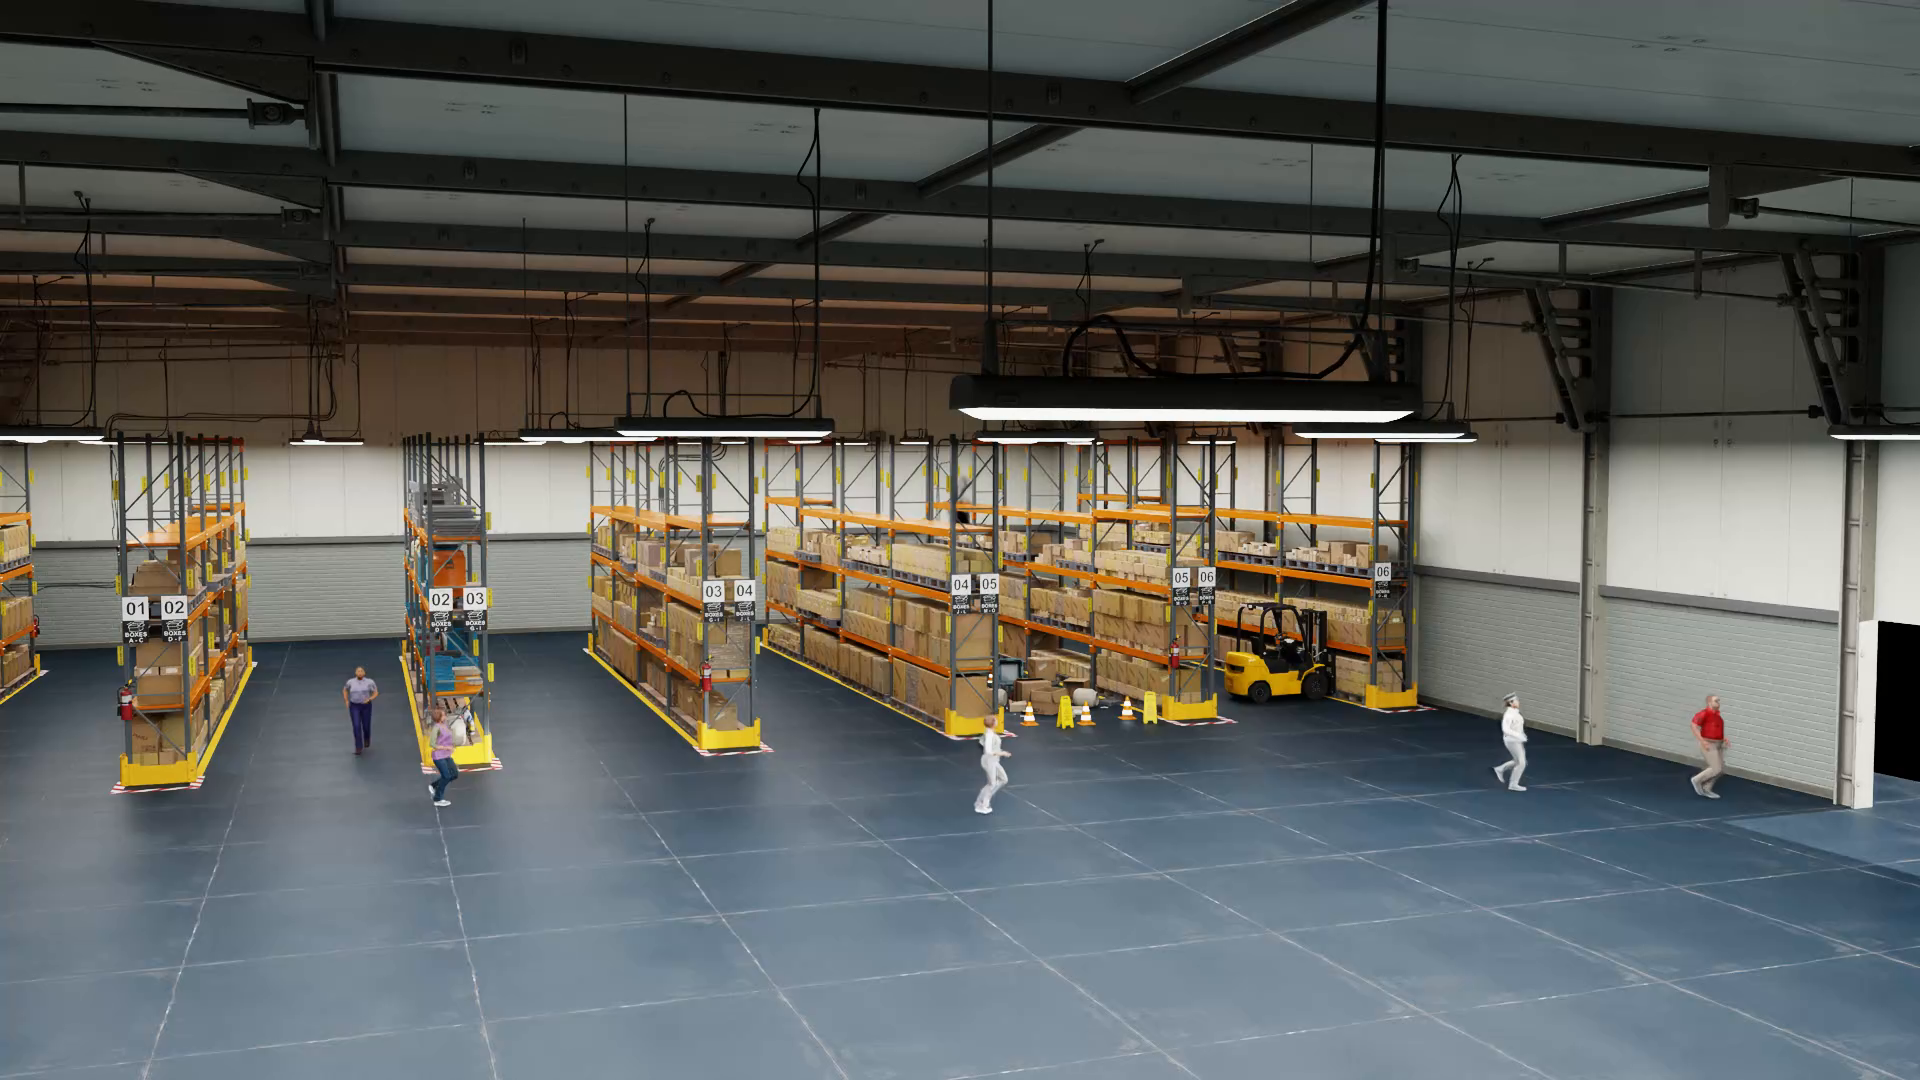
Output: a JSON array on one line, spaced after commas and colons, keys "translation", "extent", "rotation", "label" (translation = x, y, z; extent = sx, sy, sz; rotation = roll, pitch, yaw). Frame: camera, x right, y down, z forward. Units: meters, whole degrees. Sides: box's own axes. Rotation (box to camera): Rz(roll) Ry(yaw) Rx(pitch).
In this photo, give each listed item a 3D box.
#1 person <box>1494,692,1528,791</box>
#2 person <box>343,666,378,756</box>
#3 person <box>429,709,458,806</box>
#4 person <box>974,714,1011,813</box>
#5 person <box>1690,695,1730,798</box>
[{"translation": [9.216, 3.354, 27.789], "extent": [0.579, 1.646, 0.613], "rotation": [2, 4, 30], "label": "person"}, {"translation": [-11.249, 3.171, 31.204], "extent": [0.627, 1.639, 0.771], "rotation": [-1, 3, -19], "label": "person"}, {"translation": [-8.257, 3.469, 26.555], "extent": [0.551, 1.552, 0.530], "rotation": [0, 3, 7], "label": "person"}, {"translation": [0.513, 3.488, 25.962], "extent": [0.586, 1.558, 0.508], "rotation": [0, 3, 6], "label": "person"}, {"translation": [12.270, 3.373, 27.173], "extent": [0.668, 1.687, 0.526], "rotation": [-2, 4, -37], "label": "person"}]
